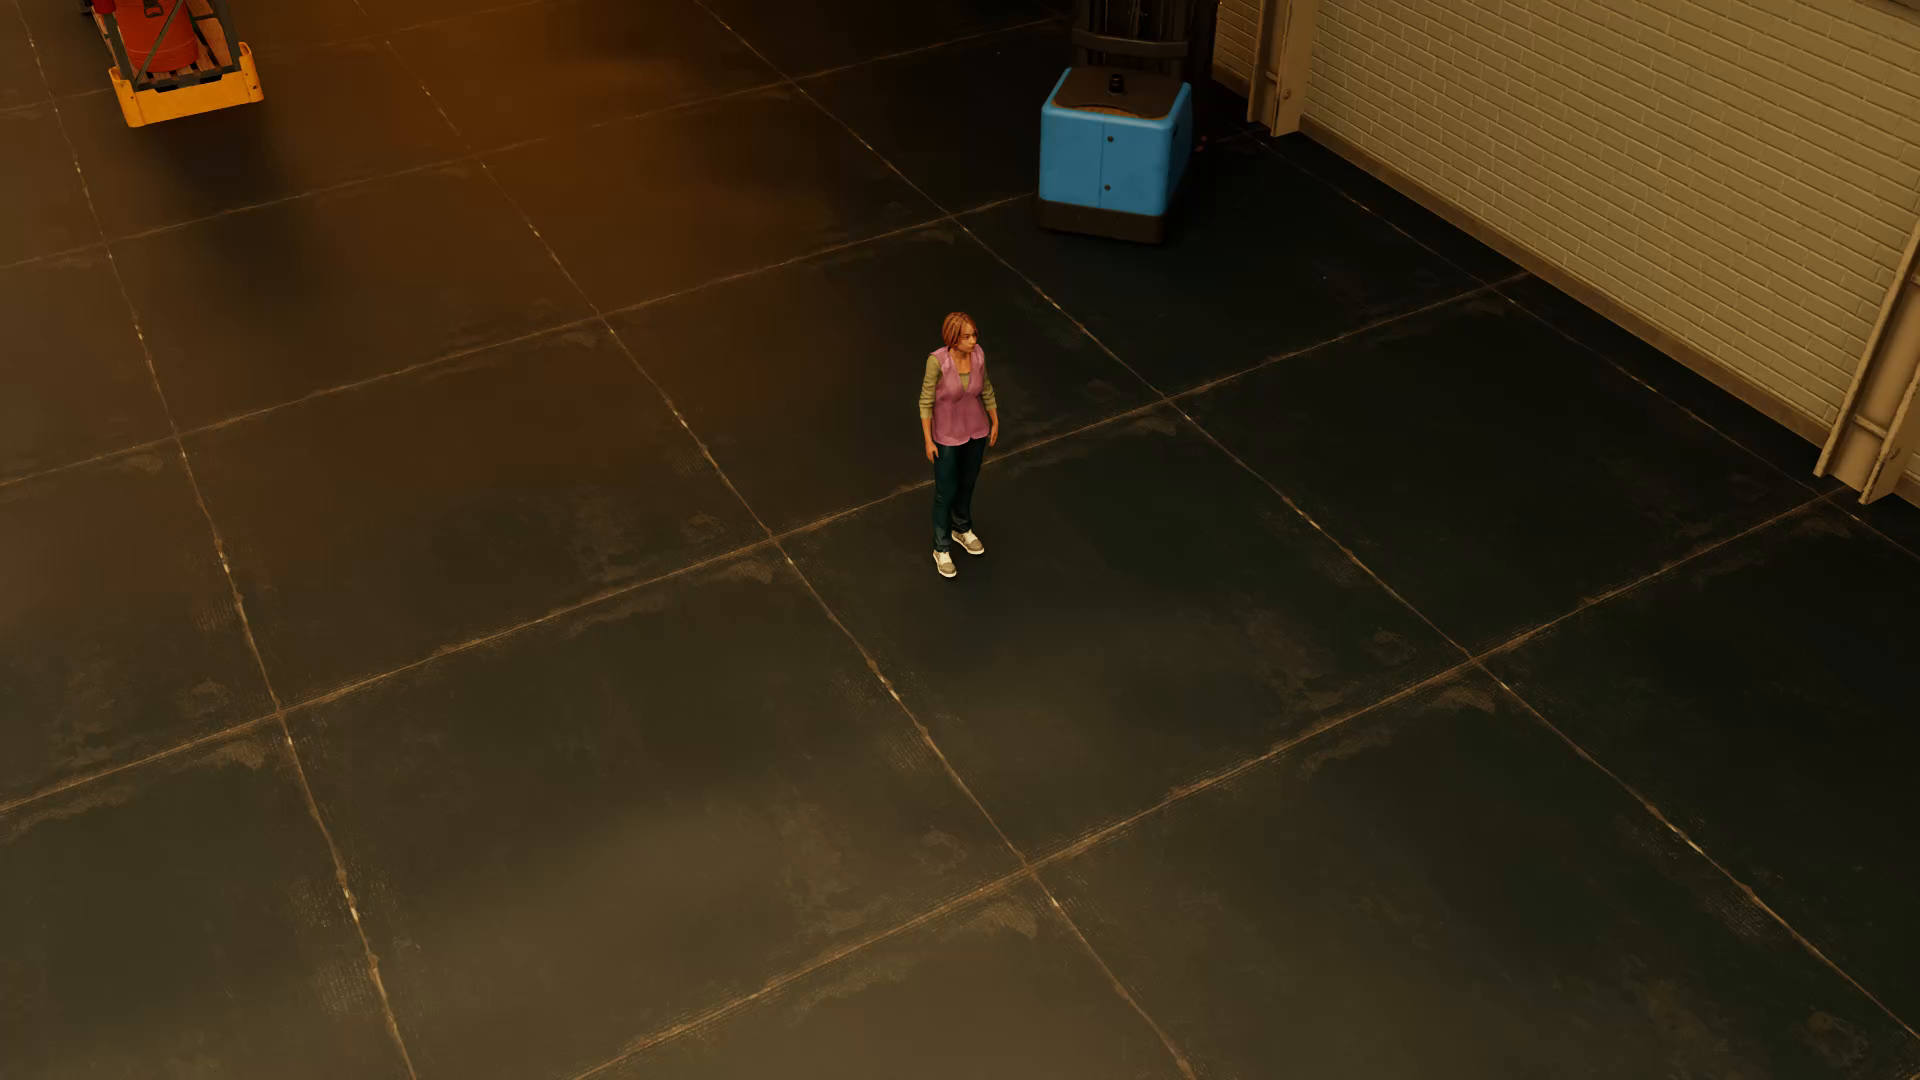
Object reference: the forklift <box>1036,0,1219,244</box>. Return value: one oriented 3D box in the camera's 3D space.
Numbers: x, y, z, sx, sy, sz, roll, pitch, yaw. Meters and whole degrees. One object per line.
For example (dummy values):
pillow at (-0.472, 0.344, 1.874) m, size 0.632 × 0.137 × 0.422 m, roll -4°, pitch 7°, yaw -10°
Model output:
forklift at (1.527, -4.393, 13.332) m, size 1.130 × 2.935 × 3.031 m, roll 11°, pitch 41°, yaw 13°

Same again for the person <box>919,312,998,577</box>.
person at (0.026, -0.569, 9.767) m, size 0.521 × 1.584 × 0.473 m, roll -20°, pitch 44°, yaw -23°
